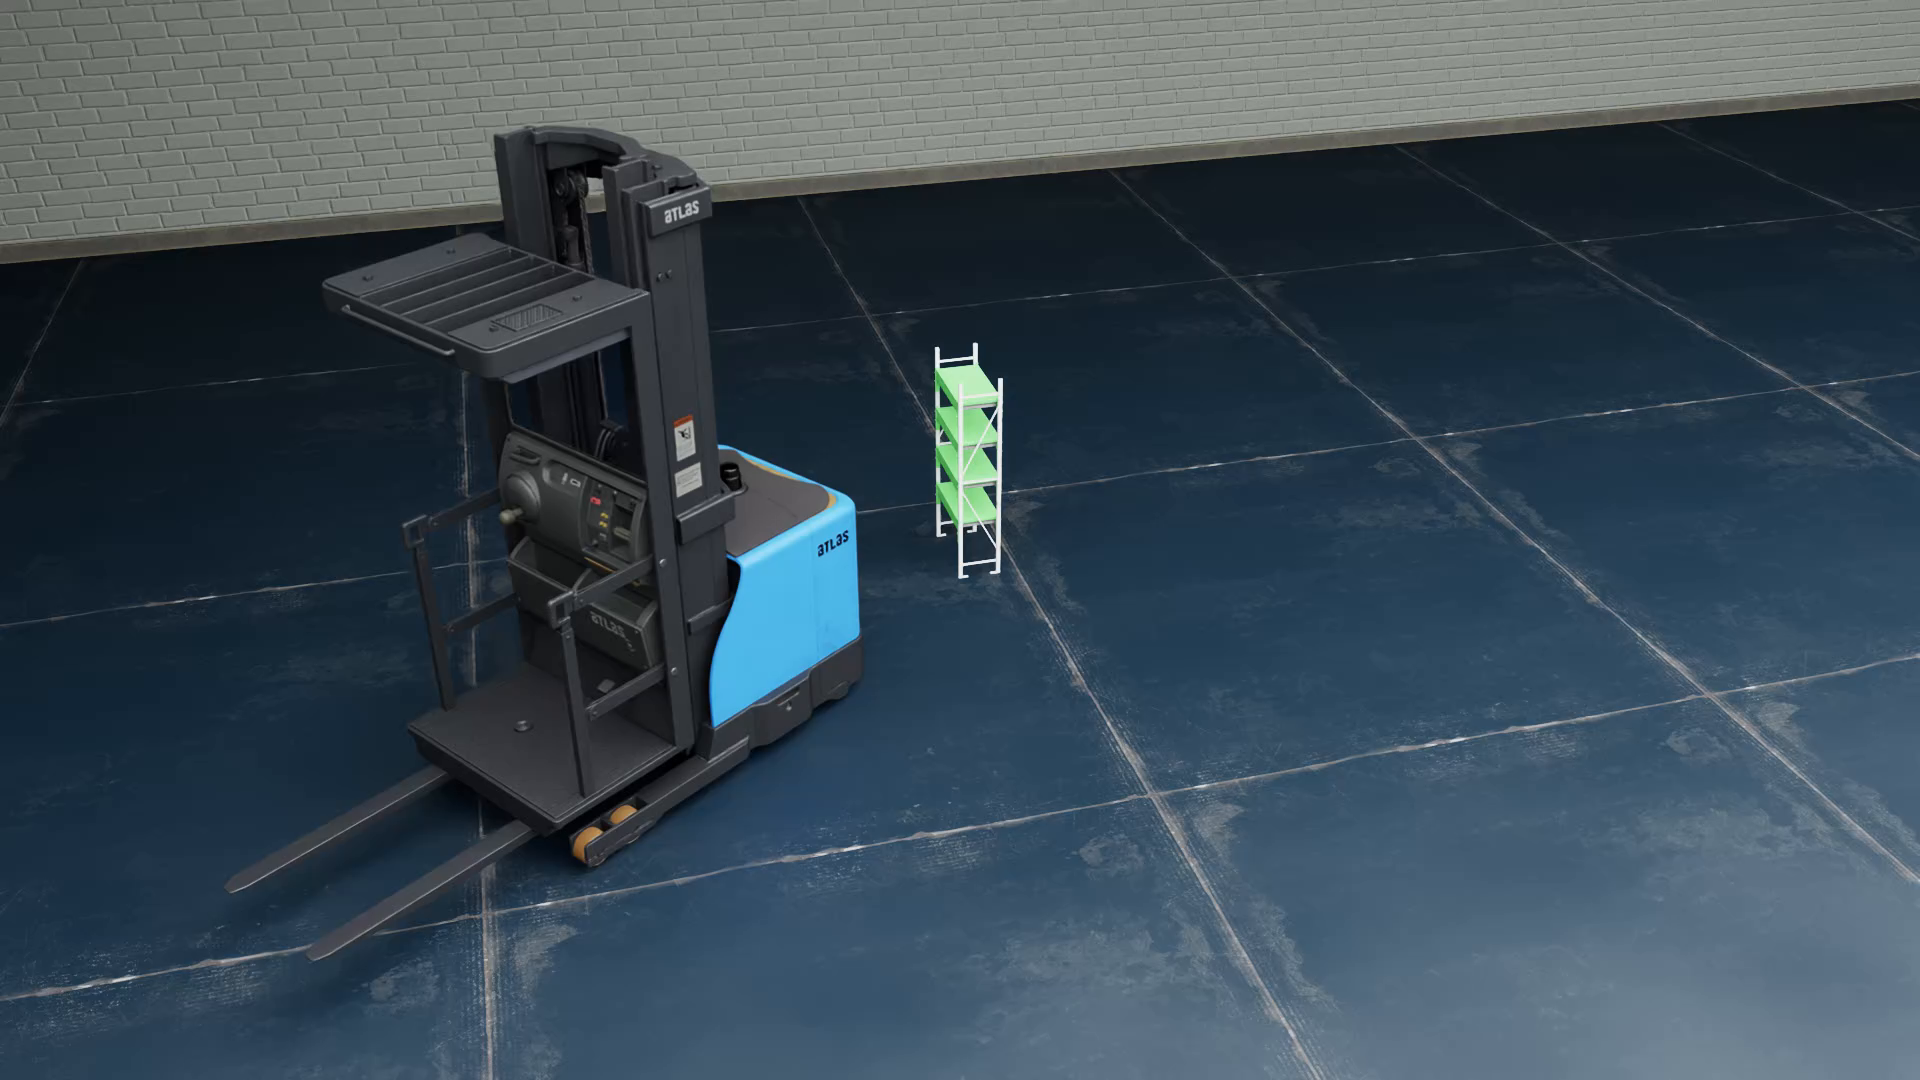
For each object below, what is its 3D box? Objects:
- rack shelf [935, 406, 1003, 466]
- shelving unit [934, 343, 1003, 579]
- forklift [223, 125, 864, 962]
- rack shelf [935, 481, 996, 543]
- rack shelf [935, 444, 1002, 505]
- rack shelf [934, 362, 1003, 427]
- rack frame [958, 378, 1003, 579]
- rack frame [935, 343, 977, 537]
[{"bbox_3d":[0.044,-0.592,9.223,0.258,0.148,0.480,-8,31,-13],"label":"rack shelf"},{"bbox_3d":[0.044,-0.439,9.311,0.258,1.200,0.503,-8,31,-13],"label":"shelving unit"},{"bbox_3d":[-1.812,-0.125,7.041,1.130,2.935,3.031,22,37,33],"label":"forklift"},{"bbox_3d":[0.044,-0.176,9.464,0.258,0.148,0.480,-8,31,-13],"label":"rack shelf"},{"bbox_3d":[0.044,-0.384,9.343,0.258,0.148,0.480,-8,31,-13],"label":"rack shelf"},{"bbox_3d":[0.044,-0.799,9.103,0.258,0.148,0.480,-8,31,-13],"label":"rack shelf"},{"bbox_3d":[0.109,-0.321,9.108,0.240,1.200,0.015,-8,31,-13],"label":"rack frame"},{"bbox_3d":[-0.021,-0.557,9.515,0.240,1.200,0.015,-8,31,-13],"label":"rack frame"}]
